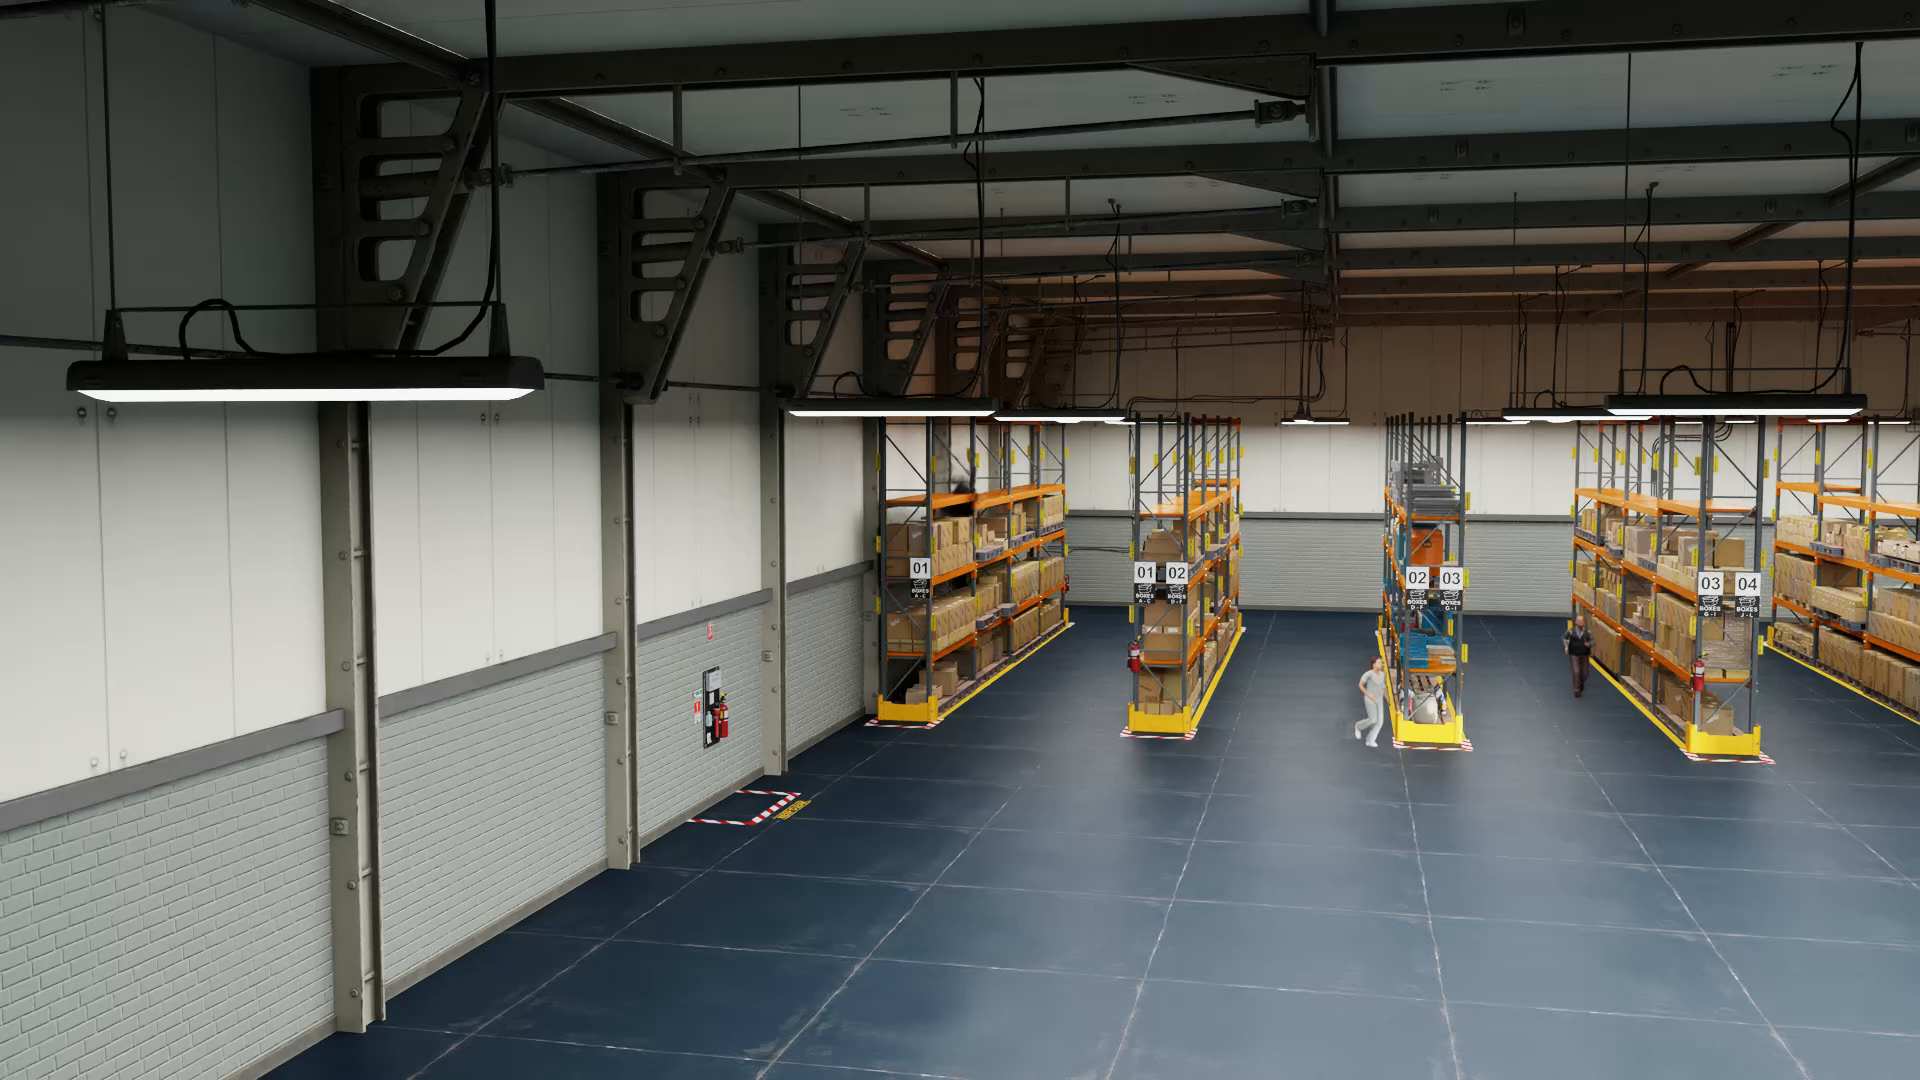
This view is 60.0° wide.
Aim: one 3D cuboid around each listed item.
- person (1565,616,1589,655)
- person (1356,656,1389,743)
[{"bbox_3d":[13.115,2.039,35.274,0.520,0.817,0.477,1,4,14],"label":"person"},{"bbox_3d":[7.456,2.869,29.977,0.597,1.560,0.513,-2,4,-25],"label":"person"}]
